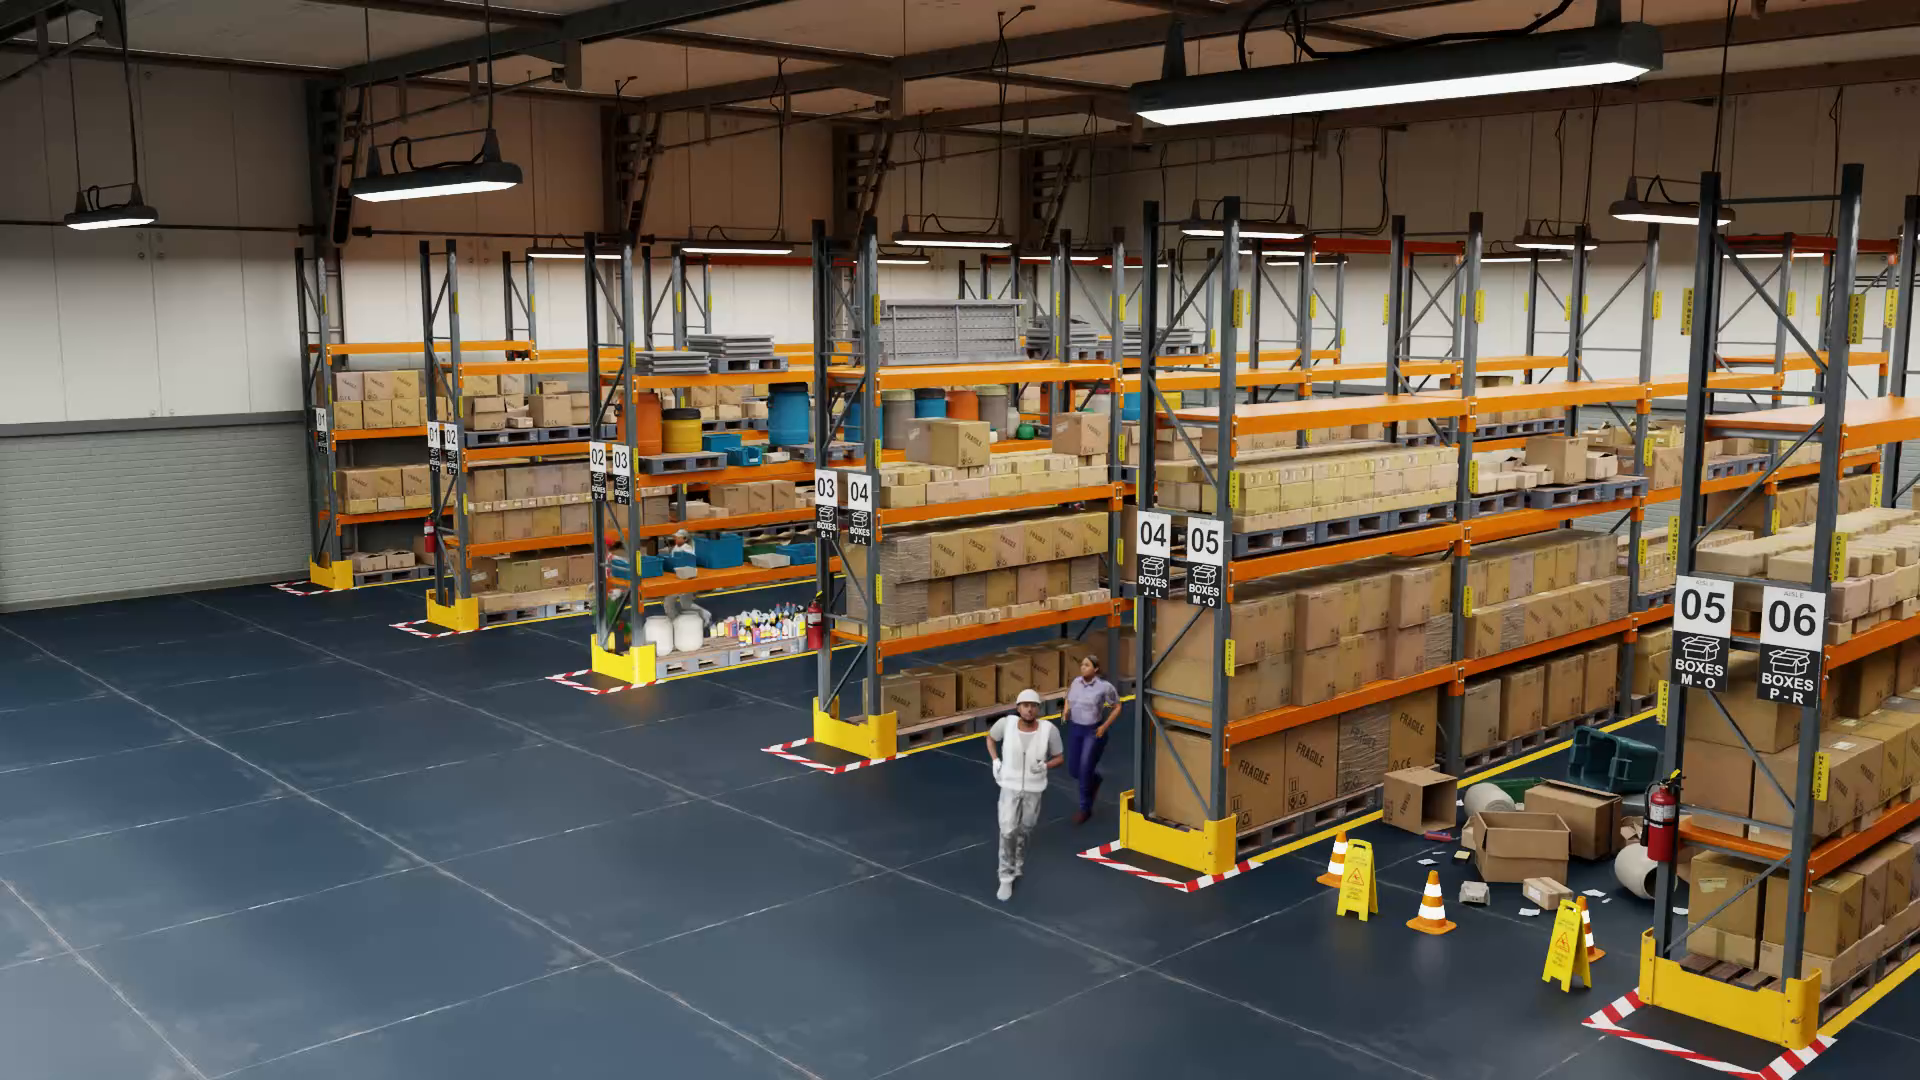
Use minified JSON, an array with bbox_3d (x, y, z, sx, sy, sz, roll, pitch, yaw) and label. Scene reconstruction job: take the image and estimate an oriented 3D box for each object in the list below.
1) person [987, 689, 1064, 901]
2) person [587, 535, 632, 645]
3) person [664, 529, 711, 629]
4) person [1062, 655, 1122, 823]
[{"bbox_3d":[0.569,2.193,14.508,0.658,1.839,0.721,0,8,-2],"label":"person"},{"bbox_3d":[-5.049,0.782,24.116,0.664,1.742,0.639,5,10,32],"label":"person"},{"bbox_3d":[-4.220,0.646,25.314,0.619,1.637,0.862,8,11,43],"label":"person"},{"bbox_3d":[1.304,1.964,16.635,0.615,1.656,0.713,7,11,39],"label":"person"}]
